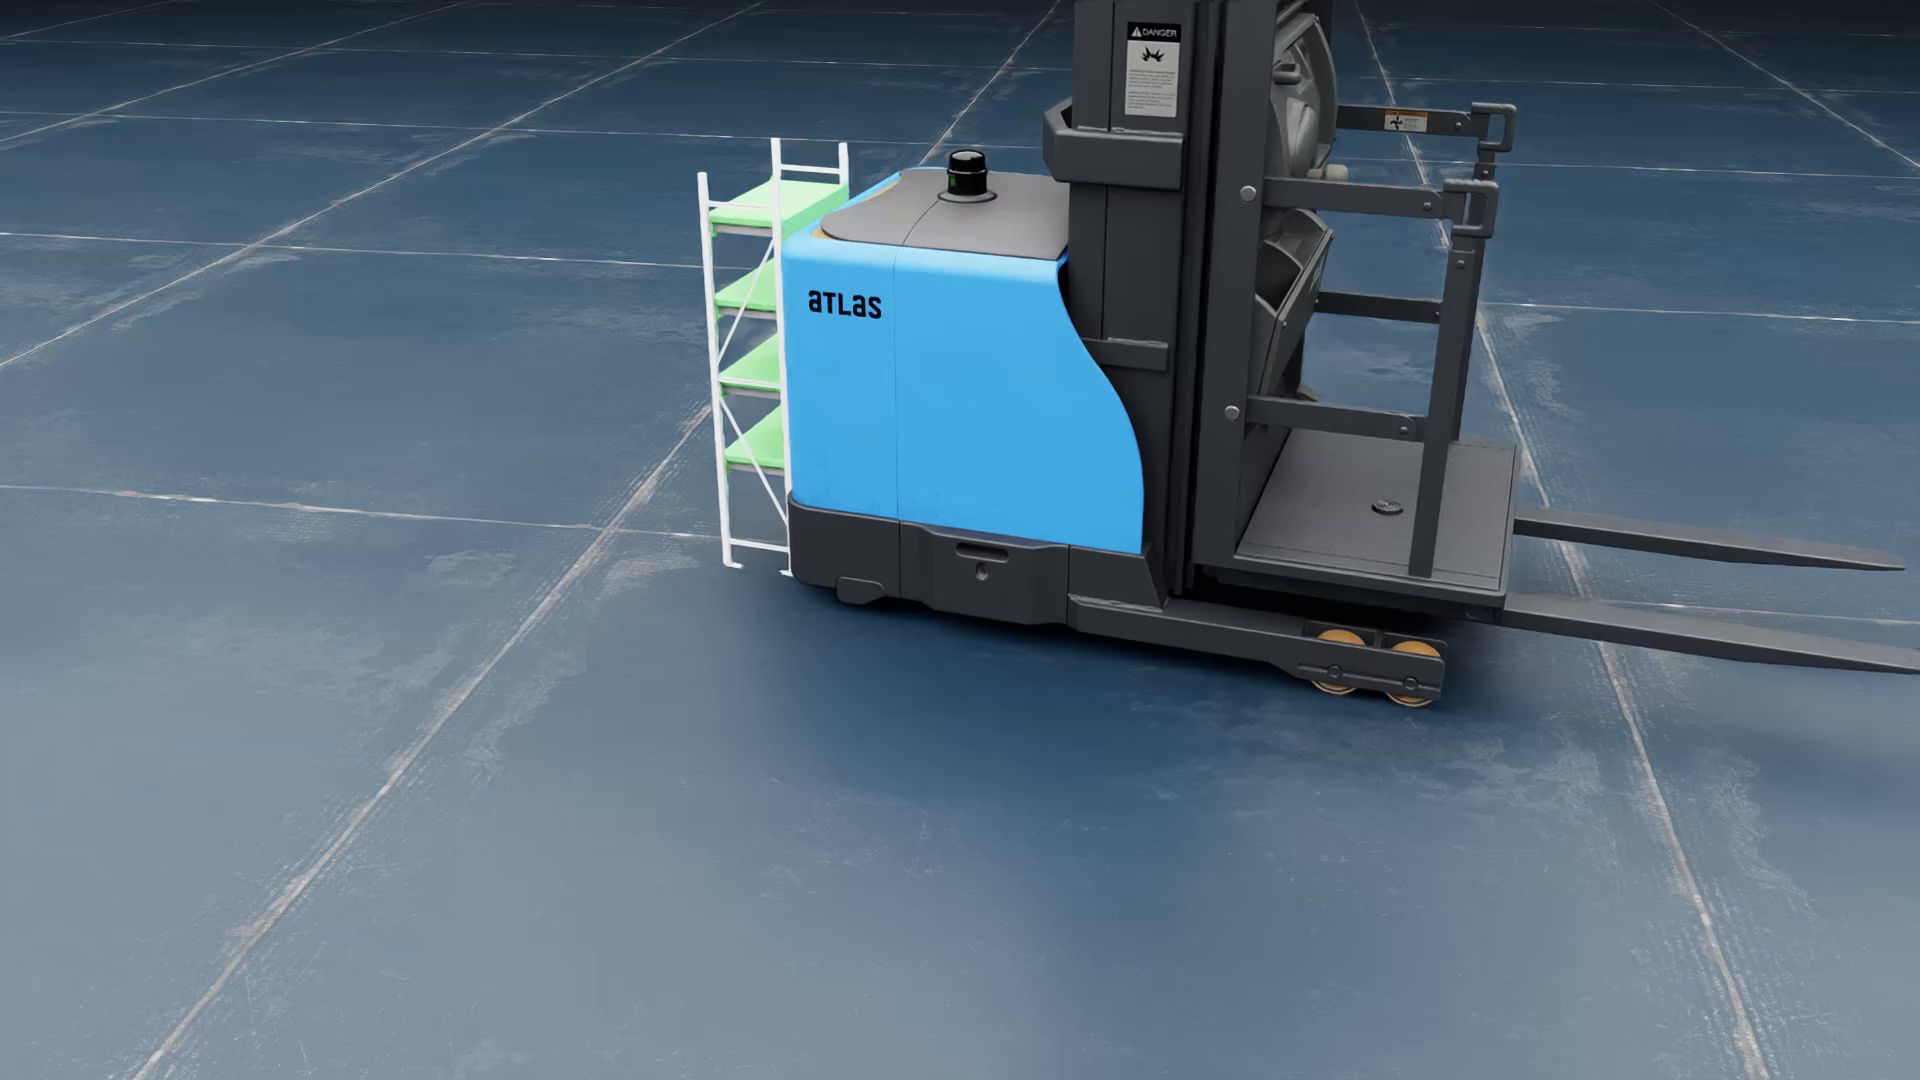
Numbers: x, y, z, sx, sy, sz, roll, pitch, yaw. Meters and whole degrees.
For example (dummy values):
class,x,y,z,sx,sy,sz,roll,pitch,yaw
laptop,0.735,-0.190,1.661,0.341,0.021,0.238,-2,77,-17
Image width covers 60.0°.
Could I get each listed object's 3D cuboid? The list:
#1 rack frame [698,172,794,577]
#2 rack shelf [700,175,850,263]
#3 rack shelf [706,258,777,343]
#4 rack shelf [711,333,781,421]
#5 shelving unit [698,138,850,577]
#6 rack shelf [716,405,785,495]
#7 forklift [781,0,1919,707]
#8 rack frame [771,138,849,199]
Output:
class,x,y,z,sx,sy,sz,roll,pitch,yaw
rack frame,-0.606,-0.451,4.799,0.240,1.200,0.015,8,26,17
rack shelf,-0.528,-0.926,4.832,0.258,0.148,0.480,8,26,17
rack shelf,-0.528,-0.709,4.934,0.258,0.148,0.480,8,26,17
rack shelf,-0.528,-0.492,5.036,0.258,0.148,0.480,8,26,17
shelving unit,-0.528,-0.550,5.009,0.258,1.200,0.503,8,26,17
rack shelf,-0.528,-0.274,5.138,0.258,0.148,0.480,8,26,17
forklift,1.076,-1.148,4.245,3.031,2.935,1.130,8,26,17
rack frame,-0.450,-0.648,5.218,0.240,1.200,0.015,8,26,17
